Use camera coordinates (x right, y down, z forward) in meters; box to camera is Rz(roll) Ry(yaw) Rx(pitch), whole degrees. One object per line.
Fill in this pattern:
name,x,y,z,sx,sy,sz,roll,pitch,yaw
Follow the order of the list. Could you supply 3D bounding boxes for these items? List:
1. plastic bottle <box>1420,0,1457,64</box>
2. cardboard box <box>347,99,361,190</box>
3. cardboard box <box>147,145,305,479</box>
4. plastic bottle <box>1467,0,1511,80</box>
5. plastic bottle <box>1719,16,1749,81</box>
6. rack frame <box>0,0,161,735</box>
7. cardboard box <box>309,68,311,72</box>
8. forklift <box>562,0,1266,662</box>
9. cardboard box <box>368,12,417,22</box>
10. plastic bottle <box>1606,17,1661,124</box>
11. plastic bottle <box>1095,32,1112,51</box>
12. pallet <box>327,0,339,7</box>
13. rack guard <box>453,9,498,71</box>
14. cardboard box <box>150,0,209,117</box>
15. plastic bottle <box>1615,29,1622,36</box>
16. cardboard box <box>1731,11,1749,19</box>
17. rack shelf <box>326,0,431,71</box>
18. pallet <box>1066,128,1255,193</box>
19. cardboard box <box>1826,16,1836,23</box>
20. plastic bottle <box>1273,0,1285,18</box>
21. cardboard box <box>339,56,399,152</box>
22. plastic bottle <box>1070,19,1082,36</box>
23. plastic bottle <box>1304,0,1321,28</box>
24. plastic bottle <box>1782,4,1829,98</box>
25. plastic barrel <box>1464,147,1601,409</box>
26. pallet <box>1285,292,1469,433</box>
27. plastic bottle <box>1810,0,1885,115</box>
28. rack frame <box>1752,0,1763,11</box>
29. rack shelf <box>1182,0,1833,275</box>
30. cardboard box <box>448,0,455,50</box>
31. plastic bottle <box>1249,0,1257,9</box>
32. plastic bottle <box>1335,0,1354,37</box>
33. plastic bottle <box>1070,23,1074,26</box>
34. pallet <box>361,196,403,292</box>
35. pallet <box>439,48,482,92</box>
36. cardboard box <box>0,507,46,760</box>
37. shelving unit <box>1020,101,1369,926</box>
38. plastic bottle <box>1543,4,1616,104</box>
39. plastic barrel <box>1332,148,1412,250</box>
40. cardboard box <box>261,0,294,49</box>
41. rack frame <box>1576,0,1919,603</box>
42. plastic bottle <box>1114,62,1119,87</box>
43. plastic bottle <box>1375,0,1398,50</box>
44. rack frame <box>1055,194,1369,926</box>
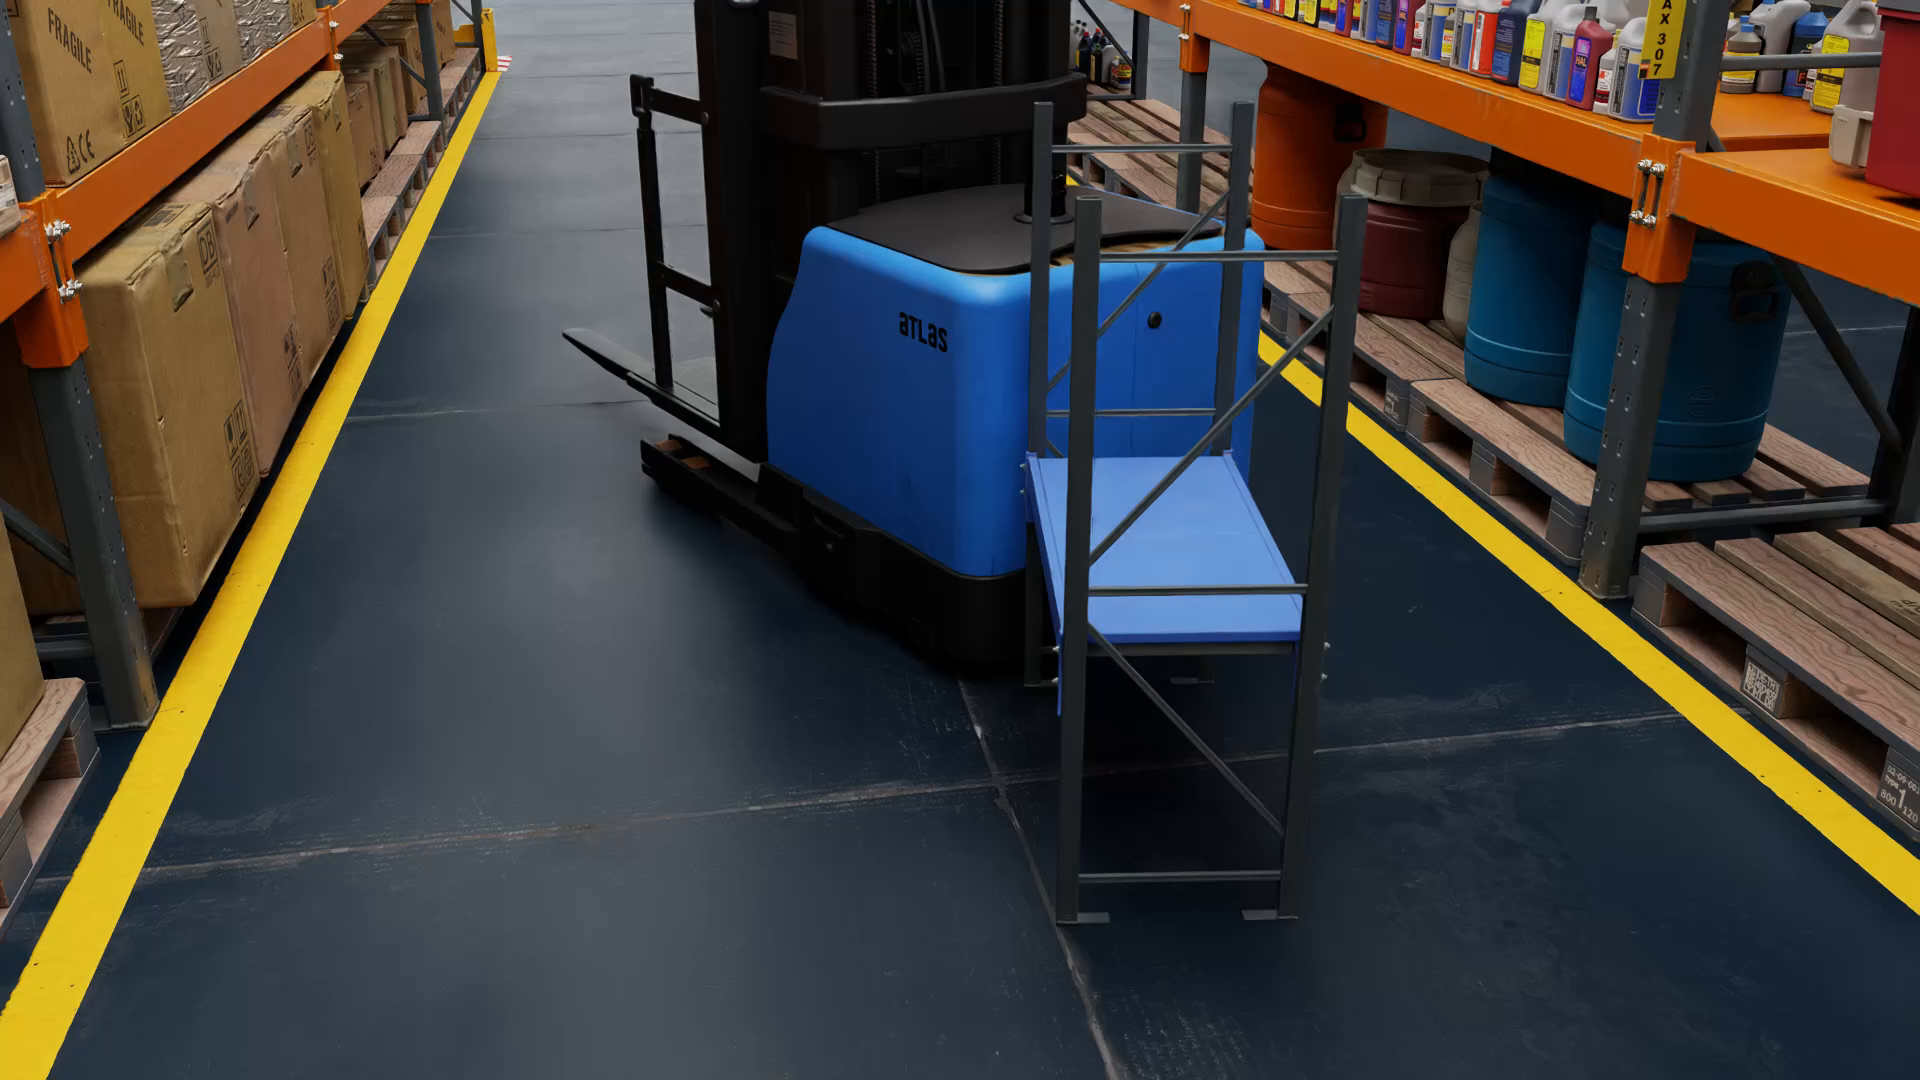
plastic bottle,1.716,-1.813,5.808,0.152,0.276,0.135,-4,24,-10
cardboard box,-3.531,-1.995,8.643,0.700,0.500,0.500,-6,24,-14
cardboard box,-2.837,-0.706,5.249,1.225,0.875,0.875,-5,24,-12
plastic bottle,1.783,-1.669,5.478,0.152,0.276,0.135,-4,24,-10
plastic bottle,2.543,-1.601,5.417,0.097,0.201,0.097,0,24,0
rack frame,-2.533,-0.886,3.531,1.000,3.000,0.127,-4,24,-10
cardboard box,-3.534,-2.328,8.469,0.500,0.250,0.500,-2,24,-4
forklift,-0.425,-1.556,5.150,1.130,2.935,3.031,-16,28,-32
cardboard box,-4.352,-3.703,12.579,0.500,0.500,0.500,-6,24,-14
plastic bottle,1.944,-1.327,4.695,0.152,0.276,0.135,-4,24,-10
plastic bottle,1.114,-3.735,12.814,0.144,0.351,0.185,-4,24,-8
pallet,-3.509,-2.644,7.795,1.213,0.211,1.003,-4,24,-10
rack guard,-4.738,-4.430,14.770,1.175,0.500,0.348,-4,24,-10
cardboard box,-2.558,-1.526,4.871,0.500,0.500,0.500,-5,24,-11
plastic bottle,1.996,-1.453,5.077,0.097,0.201,0.097,0,24,0
cardboard box,5.556,-3.773,12.350,0.500,0.311,0.500,-4,24,-10
rack shelf,-3.642,-2.916,9.078,1.077,0.370,4.000,-4,24,-10
pallet,1.268,-2.334,10.331,1.003,0.211,1.213,-4,24,-10
cardboard box,6.183,-3.611,11.981,0.500,0.311,0.500,-4,24,-8
plastic bottle,1.443,-2.393,7.136,0.152,0.276,0.135,-4,24,-10
cardboard box,-3.850,-2.657,10.158,0.700,0.500,0.500,-4,24,-10
plastic bottle,0.966,-4.050,13.534,0.144,0.351,0.185,-3,24,-8
plastic bottle,1.466,-2.249,6.798,0.061,0.283,0.133,-4,24,-10
plastic bottle,2.604,-1.504,5.107,0.097,0.271,0.097,0,24,0
plastic barrel,2.120,-0.977,5.836,0.600,0.901,0.708,-4,24,-10
pallet,2.004,-0.762,6.731,1.003,0.211,1.213,-4,24,-10
plastic bottle,2.581,-1.408,4.788,0.144,0.351,0.185,-4,24,-10
rack frame,5.724,-4.764,12.411,1.000,3.000,0.127,-4,24,-10
rack shelf,1.965,-1.709,6.315,1.077,0.370,4.000,-4,24,-10
cardboard box,-4.653,-4.406,14.189,0.500,0.500,0.500,0,24,0
plastic bottle,1.352,-2.525,7.444,0.097,0.271,0.097,0,24,0
plastic bottle,1.526,-2.120,6.503,0.061,0.283,0.133,-4,24,-10
plastic bottle,0.926,-4.195,13.951,0.061,0.283,0.133,-4,24,-8
pallet,-3.416,-1.489,8.395,1.003,0.211,1.213,-4,24,-10
pallet,-4.622,-3.976,14.090,1.003,0.211,1.213,-4,24,-10
cardboard box,-2.489,0.161,3.264,0.875,0.875,0.875,-4,24,-10
shelving unit,0.433,-0.105,3.616,0.538,1.500,1.048,-1,24,-2
plastic bottle,1.877,-1.470,5.024,0.152,0.276,0.135,-4,24,-10
plastic barrel,1.894,-1.471,7.455,0.421,0.512,0.421,0,24,0
cardboard box,-2.851,-2.133,6.260,0.500,0.500,0.500,-5,24,-10
rack frame,2.335,-1.252,4.370,1.000,3.000,0.127,-4,24,-10
plastic bottle,1.208,-3.516,12.499,0.097,0.201,0.097,0,24,0
plastic bottle,1.639,-2.000,6.144,0.144,0.351,0.185,-4,24,-10
rack frame,0.449,0.099,3.150,0.500,1.500,0.032,-1,24,-2
